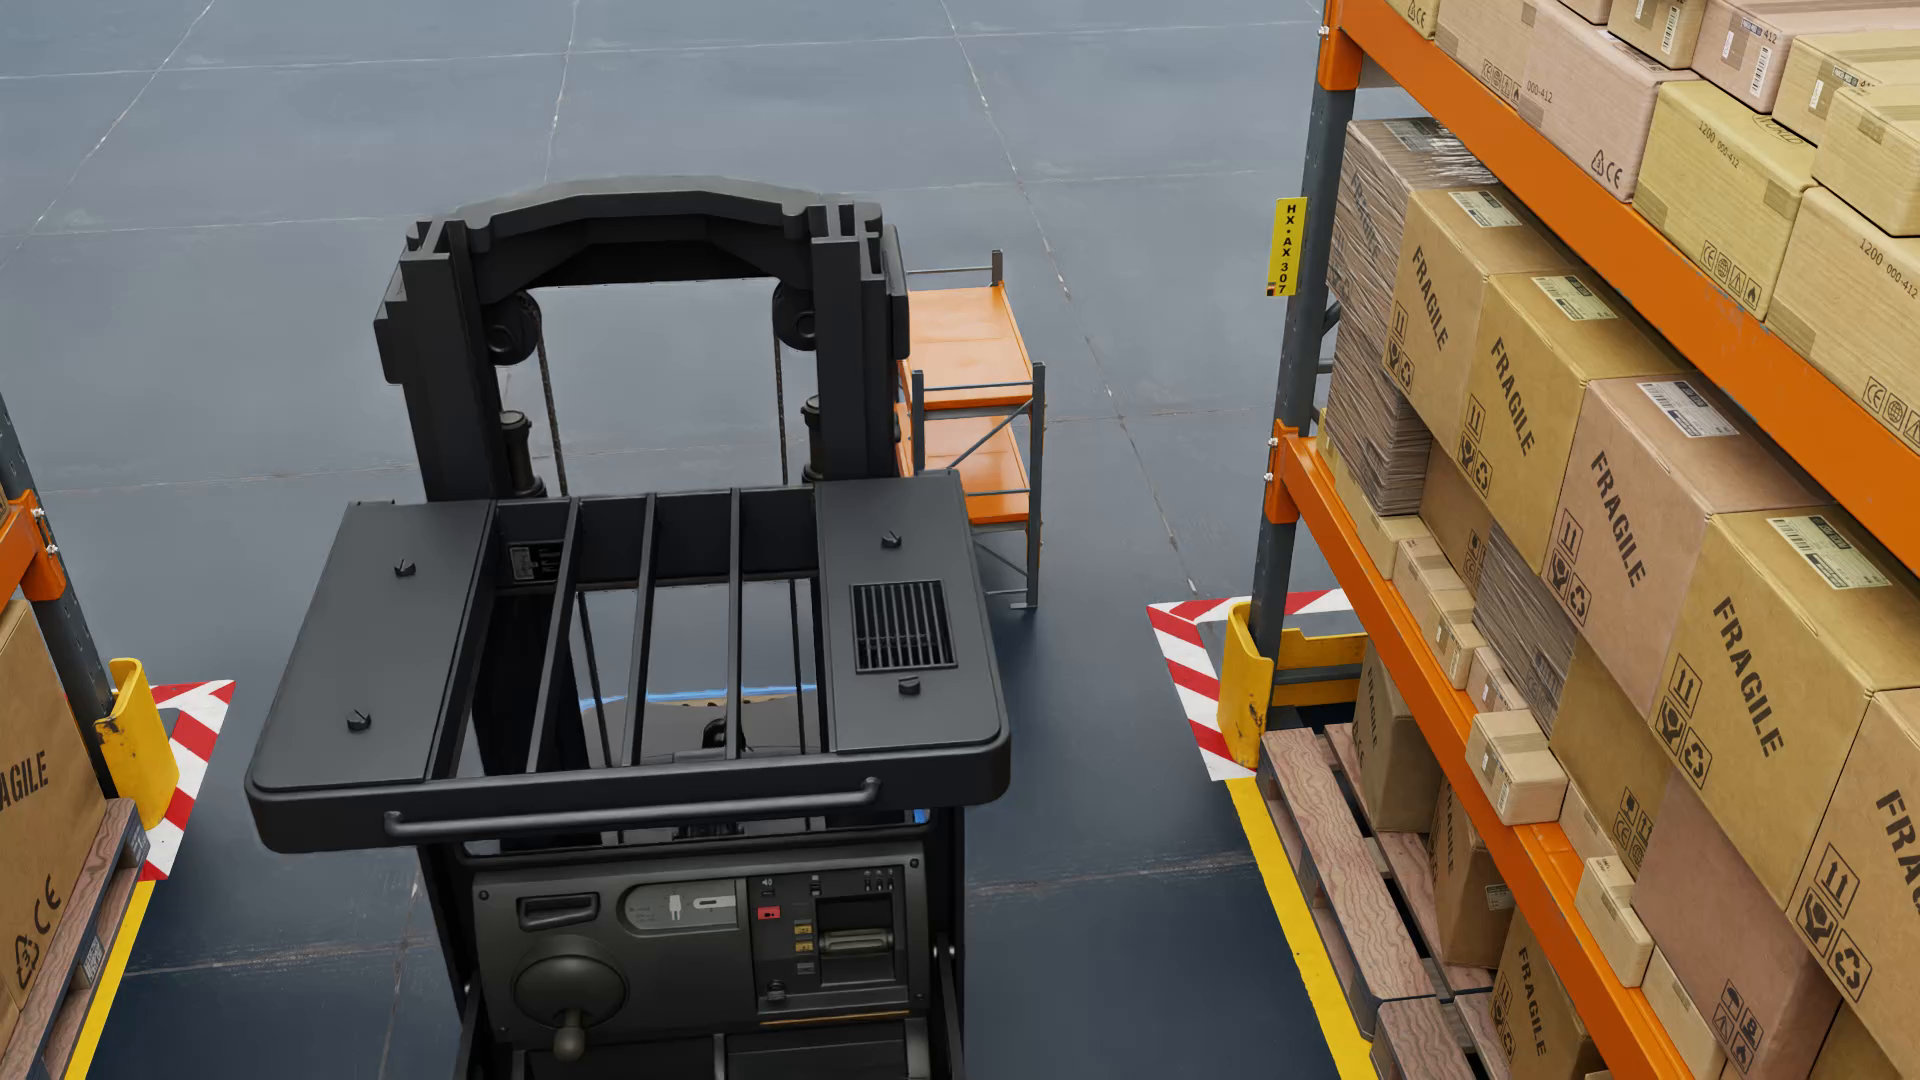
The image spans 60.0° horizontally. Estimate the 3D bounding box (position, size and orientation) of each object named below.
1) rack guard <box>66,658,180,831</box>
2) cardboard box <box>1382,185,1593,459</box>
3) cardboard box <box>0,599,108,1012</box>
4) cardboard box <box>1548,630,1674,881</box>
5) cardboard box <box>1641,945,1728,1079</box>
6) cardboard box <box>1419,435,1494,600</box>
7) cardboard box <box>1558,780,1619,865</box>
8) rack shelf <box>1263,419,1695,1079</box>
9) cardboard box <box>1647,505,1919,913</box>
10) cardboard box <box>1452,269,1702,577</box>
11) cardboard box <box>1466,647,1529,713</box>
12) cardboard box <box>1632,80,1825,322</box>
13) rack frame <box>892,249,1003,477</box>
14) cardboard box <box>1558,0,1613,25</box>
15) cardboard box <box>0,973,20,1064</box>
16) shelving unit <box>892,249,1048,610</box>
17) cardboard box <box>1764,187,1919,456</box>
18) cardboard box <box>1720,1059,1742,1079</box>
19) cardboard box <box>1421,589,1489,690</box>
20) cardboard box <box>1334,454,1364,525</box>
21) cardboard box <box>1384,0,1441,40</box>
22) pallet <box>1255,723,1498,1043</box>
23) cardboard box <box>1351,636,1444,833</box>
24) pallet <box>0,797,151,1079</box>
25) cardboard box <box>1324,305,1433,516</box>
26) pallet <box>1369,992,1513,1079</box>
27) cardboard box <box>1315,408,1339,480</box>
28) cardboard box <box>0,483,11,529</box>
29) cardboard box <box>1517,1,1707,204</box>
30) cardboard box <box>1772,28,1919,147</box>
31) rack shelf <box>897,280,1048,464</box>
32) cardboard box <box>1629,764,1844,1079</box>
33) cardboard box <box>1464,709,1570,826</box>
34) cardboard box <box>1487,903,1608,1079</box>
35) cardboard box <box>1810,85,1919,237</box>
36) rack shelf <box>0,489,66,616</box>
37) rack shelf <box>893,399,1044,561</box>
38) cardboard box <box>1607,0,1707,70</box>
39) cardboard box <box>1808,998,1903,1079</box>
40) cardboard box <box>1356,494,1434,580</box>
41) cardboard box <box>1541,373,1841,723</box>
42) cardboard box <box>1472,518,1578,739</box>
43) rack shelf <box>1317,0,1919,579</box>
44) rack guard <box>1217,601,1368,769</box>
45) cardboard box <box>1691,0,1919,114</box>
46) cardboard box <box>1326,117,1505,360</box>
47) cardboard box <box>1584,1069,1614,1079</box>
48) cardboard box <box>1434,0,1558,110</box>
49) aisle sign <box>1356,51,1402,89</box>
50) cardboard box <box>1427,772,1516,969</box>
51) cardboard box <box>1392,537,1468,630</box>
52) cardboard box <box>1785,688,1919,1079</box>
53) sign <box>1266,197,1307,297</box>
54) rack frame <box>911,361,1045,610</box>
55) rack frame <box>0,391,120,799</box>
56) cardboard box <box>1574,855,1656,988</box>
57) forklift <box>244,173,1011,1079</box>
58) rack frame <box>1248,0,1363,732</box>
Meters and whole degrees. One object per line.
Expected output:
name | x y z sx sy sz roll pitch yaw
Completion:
rack guard | -3.381 0.751 5.705 1.175 0.500 0.348 -4 35 -6
cardboard box | 1.415 -0.558 4.165 0.500 0.500 0.500 -4 35 -6
cardboard box | -3.221 0.809 4.913 0.875 0.875 0.875 -4 34 -6
cardboard box | 1.864 0.389 3.663 0.875 0.500 0.500 -4 35 -6
cardboard box | 1.649 0.949 3.417 0.380 0.149 0.250 -4 35 -6
cardboard box | 1.783 -0.173 4.488 0.875 0.500 0.500 -4 35 -6
cardboard box | 1.623 0.667 3.831 0.380 0.149 0.250 -4 35 -6
rack shelf | 1.820 0.825 4.014 1.077 0.370 4.000 -4 35 -6
cardboard box | 1.620 0.278 2.937 0.500 0.500 0.500 -4 35 -6
cardboard box | 1.483 -0.280 3.756 0.500 0.500 0.500 -4 35 -6
cardboard box | 1.527 0.390 4.237 0.380 0.149 0.250 -4 35 -6
cardboard box | 1.572 -0.623 2.970 0.500 0.250 0.500 -3 34 -5
rack frame | -0.067 -0.745 7.344 0.500 1.125 0.032 -4 35 -6
cardboard box | 1.448 -1.182 3.437 0.380 0.149 0.250 -4 35 -7
cardboard box | -3.101 1.300 4.193 0.875 0.875 0.875 -5 35 -7
shelving unit | 0.001 -0.461 6.928 0.538 1.125 1.048 -4 35 -6
cardboard box | 1.635 -0.344 2.561 0.500 0.250 0.500 -5 35 -7
cardboard box | 1.723 1.085 3.217 0.380 0.149 0.250 -4 35 -6
cardboard box | 1.467 0.252 4.439 0.380 0.149 0.250 -4 35 -6
cardboard box | 1.367 -0.166 5.053 0.380 0.149 0.250 -4 35 -6
cardboard box | 1.359 -1.477 4.224 0.500 0.250 0.500 -3 34 -5
pallet | 1.635 1.063 5.503 1.003 0.211 1.213 -4 35 -6
cardboard box | 1.618 0.621 5.522 0.500 0.500 0.500 2 34 2
pallet | -3.193 1.324 5.120 1.003 0.211 1.213 -4 35 -6
cardboard box | 1.597 -0.443 4.884 0.875 0.500 0.500 -4 35 -6
pallet | 1.796 1.742 4.507 1.003 0.211 1.213 -4 35 -6
cardboard box | 1.353 -0.307 5.260 0.380 0.149 0.250 -4 35 -6
cardboard box | -3.283 -0.127 4.640 0.875 0.550 0.550 -4 35 -6
cardboard box | 1.497 -0.913 3.396 0.500 0.250 0.500 -4 35 -7
cardboard box | 1.627 -0.750 2.802 0.380 0.149 0.250 -6 35 -8
rack shelf | 0.001 -0.703 6.763 0.538 0.278 1.000 -4 35 -6
cardboard box | 1.890 0.671 3.249 0.875 0.500 0.500 -4 35 -6
cardboard box | 1.458 0.537 4.021 0.380 0.149 0.250 -4 35 -6
cardboard box | 1.798 1.303 4.521 0.500 0.500 0.500 -1 34 -2
cardboard box | 1.576 -0.593 2.572 0.380 0.149 0.250 -3 34 -4
rack shelf | -3.109 1.144 3.546 1.077 0.370 4.000 -4 35 -6
rack shelf | 0.001 -0.259 7.065 0.538 0.278 1.000 -4 35 -6
cardboard box | 1.500 -1.031 3.215 0.380 0.149 0.250 -6 35 -9
cardboard box | 2.057 0.942 2.851 0.875 0.500 0.500 -4 35 -6
cardboard box | 1.386 -0.026 4.847 0.380 0.149 0.250 -4 35 -6
cardboard box | 1.557 -0.001 3.347 0.500 0.500 0.500 -4 35 -6
cardboard box | 1.808 0.109 4.074 0.875 0.500 0.500 -4 35 -6
rack shelf | 1.820 -0.414 3.170 1.077 0.370 4.000 -4 35 -6
rack guard | 1.561 0.487 6.091 1.175 0.500 0.348 -4 35 -6
cardboard box | 1.579 -0.895 3.016 0.380 0.149 0.250 -5 35 -7
cardboard box | 1.354 -0.838 4.575 0.500 0.500 0.500 -4 35 -6
cardboard box | 1.828 1.618 4.059 0.500 0.500 0.500 -7 35 -11
cardboard box | 1.435 -1.190 3.802 0.500 0.250 0.500 -5 35 -7
aisle sign | 1.245 -1.674 4.735 0.394 0.787 0.004 -4 35 -6
cardboard box | 1.732 0.952 5.036 0.500 0.500 0.500 4 35 6
cardboard box | 1.440 0.112 4.645 0.380 0.149 0.250 -4 35 -6
cardboard box | 1.687 0.557 2.528 0.500 0.500 0.500 -4 35 -6
sign | 1.013 -0.905 5.145 0.100 0.325 0.005 -4 35 -6
rack frame | 0.069 -0.177 6.511 0.500 1.125 0.032 -4 35 -6
rack frame | -3.378 -0.269 4.981 1.000 3.000 0.127 -4 35 -6
cardboard box | 1.581 0.812 3.618 0.380 0.149 0.250 -4 35 -6
forklift | -0.508 0.919 3.298 1.130 2.935 3.031 -3 34 -5
rack frame | 1.551 -0.588 5.449 1.000 3.000 0.127 -4 35 -6
